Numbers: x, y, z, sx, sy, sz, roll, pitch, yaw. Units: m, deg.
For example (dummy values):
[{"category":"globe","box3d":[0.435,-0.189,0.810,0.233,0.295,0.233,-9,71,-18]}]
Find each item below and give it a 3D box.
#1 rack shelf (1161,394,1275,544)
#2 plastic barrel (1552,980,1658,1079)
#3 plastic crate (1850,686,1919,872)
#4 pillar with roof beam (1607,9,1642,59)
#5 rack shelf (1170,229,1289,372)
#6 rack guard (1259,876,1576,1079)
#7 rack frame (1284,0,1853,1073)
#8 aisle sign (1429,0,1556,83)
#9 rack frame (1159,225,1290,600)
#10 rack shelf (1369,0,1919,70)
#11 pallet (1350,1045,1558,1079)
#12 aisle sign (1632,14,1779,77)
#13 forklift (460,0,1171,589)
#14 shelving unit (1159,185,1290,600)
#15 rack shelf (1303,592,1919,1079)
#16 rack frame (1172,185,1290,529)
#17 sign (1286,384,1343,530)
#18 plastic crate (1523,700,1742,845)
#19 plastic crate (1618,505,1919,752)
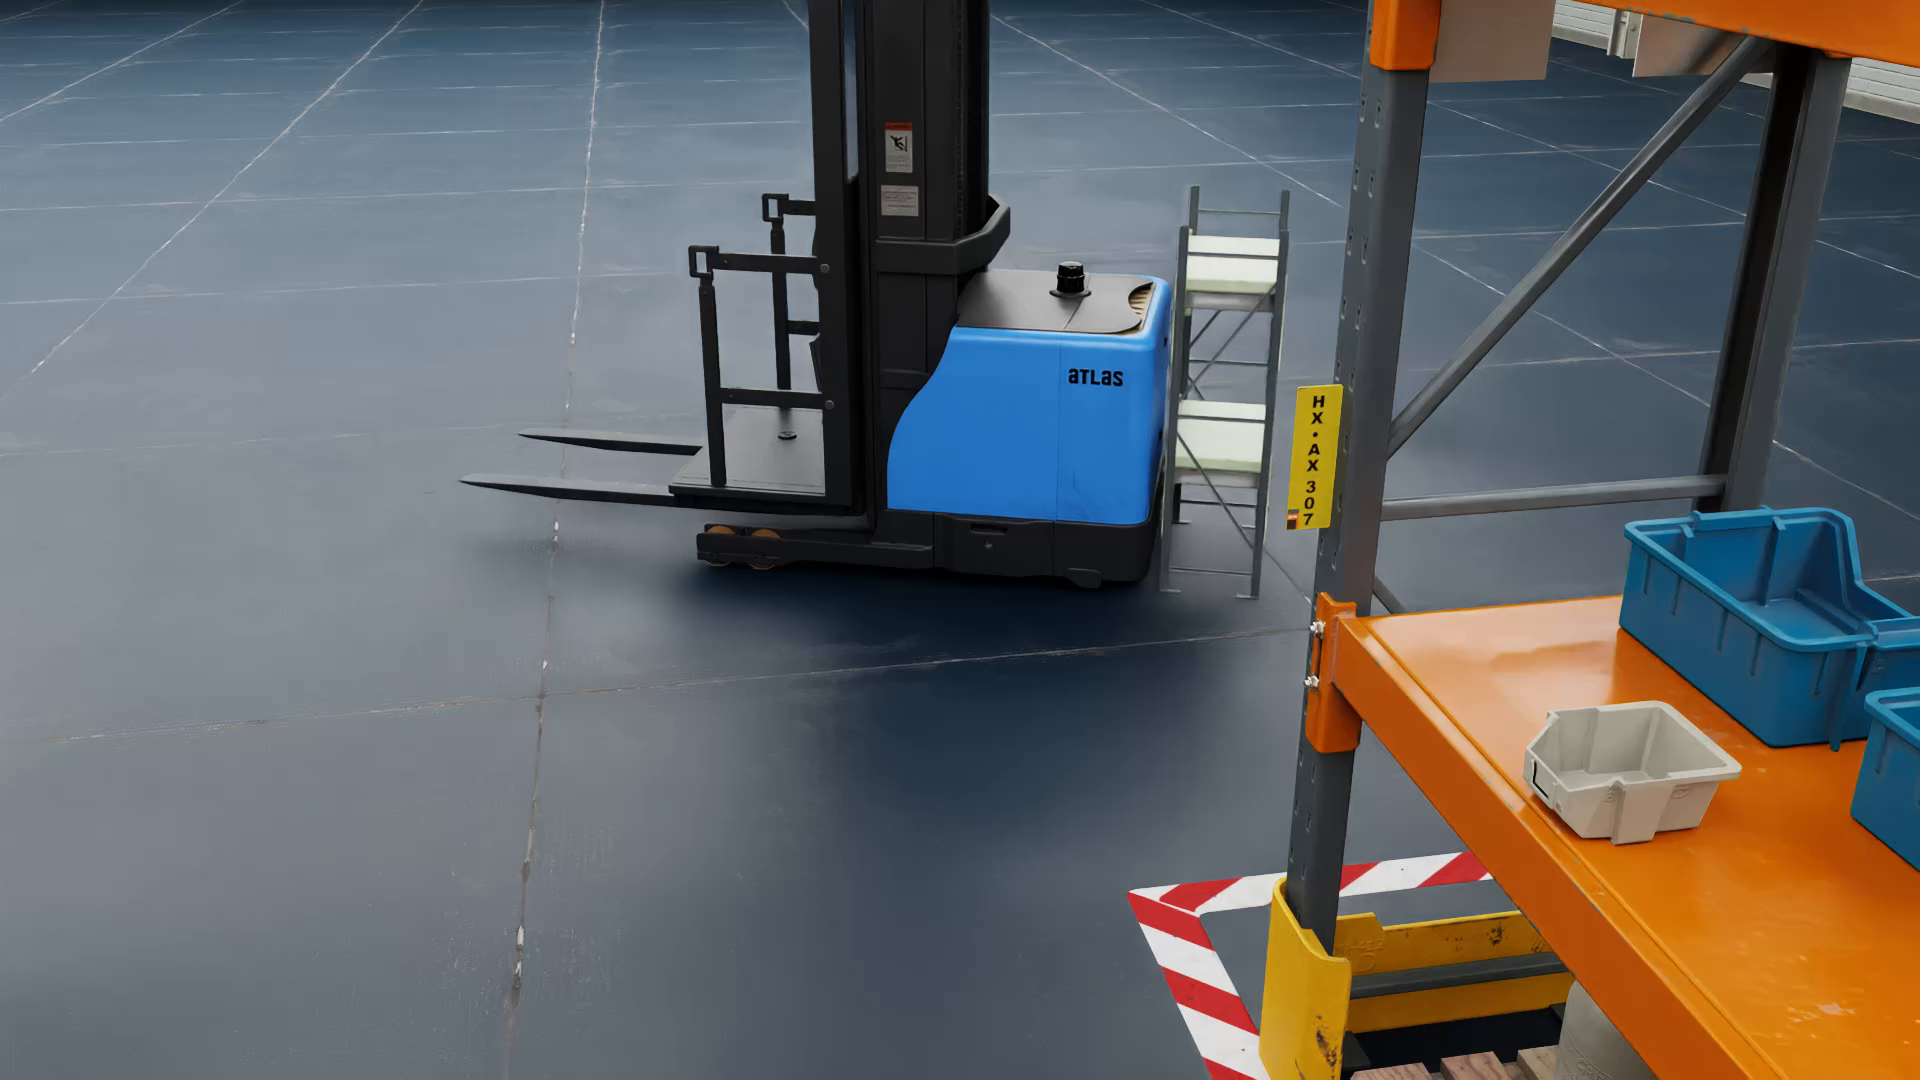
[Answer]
[{"category":"rack shelf","box3d":[1.076,-0.309,6.896,0.431,0.370,0.720,4,24,10]},{"category":"plastic barrel","box3d":[1.495,1.115,3.534,0.421,0.512,0.421,0,24,0]},{"category":"plastic crate","box3d":[1.799,0.412,2.744,0.499,0.251,0.408,-4,24,-10]},{"category":"pillar with roof beam","box3d":[4.455,-10.119,19.176,9.100,9.000,0.400,-4,24,-10]},{"category":"rack shelf","box3d":[1.079,-0.965,6.609,0.431,0.370,0.720,4,24,10]},{"category":"rack guard","box3d":[1.359,1.086,4.140,1.175,0.500,0.348,-4,24,-10]},{"category":"rack frame","box3d":[1.298,-0.086,3.700,1.000,3.000,0.127,-4,24,-10]},{"category":"aisle sign","box3d":[0.997,-1.284,3.195,0.394,0.787,0.004,-4,24,-10]},{"category":"rack frame","box3d":[1.010,-0.464,6.435,0.400,1.500,0.023,4,24,10]},{"category":"rack shelf","box3d":[1.668,-0.345,1.442,1.077,0.370,4.000,-4,24,-10]},{"category":"pallet","box3d":[1.504,1.538,3.465,1.003,0.211,1.213,-4,24,-10]},{"category":"aisle sign","box3d":[1.577,-1.328,3.295,0.394,0.787,0.004,-4,24,-10]},{"category":"forklift","box3d":[-0.647,-1.420,6.839,3.031,2.935,1.130,4,24,10]},{"category":"shelving unit","box3d":[1.077,-0.608,6.765,0.431,1.500,0.755,4,24,10]},{"category":"rack shelf","box3d":[1.668,1.030,2.043,1.077,0.370,4.000,-4,24,-10]},{"category":"rack frame","box3d":[1.144,-0.752,7.095,0.400,1.500,0.023,4,24,10]},{"category":"sign","box3d":[0.757,-0.174,3.555,0.100,0.325,0.005,-4,24,-10]},{"category":"plastic crate","box3d":[1.148,0.410,2.892,0.298,0.136,0.250,-4,24,-10]},{"category":"plastic crate","box3d":[1.685,0.157,3.330,0.499,0.251,0.616,-4,24,-10]}]
